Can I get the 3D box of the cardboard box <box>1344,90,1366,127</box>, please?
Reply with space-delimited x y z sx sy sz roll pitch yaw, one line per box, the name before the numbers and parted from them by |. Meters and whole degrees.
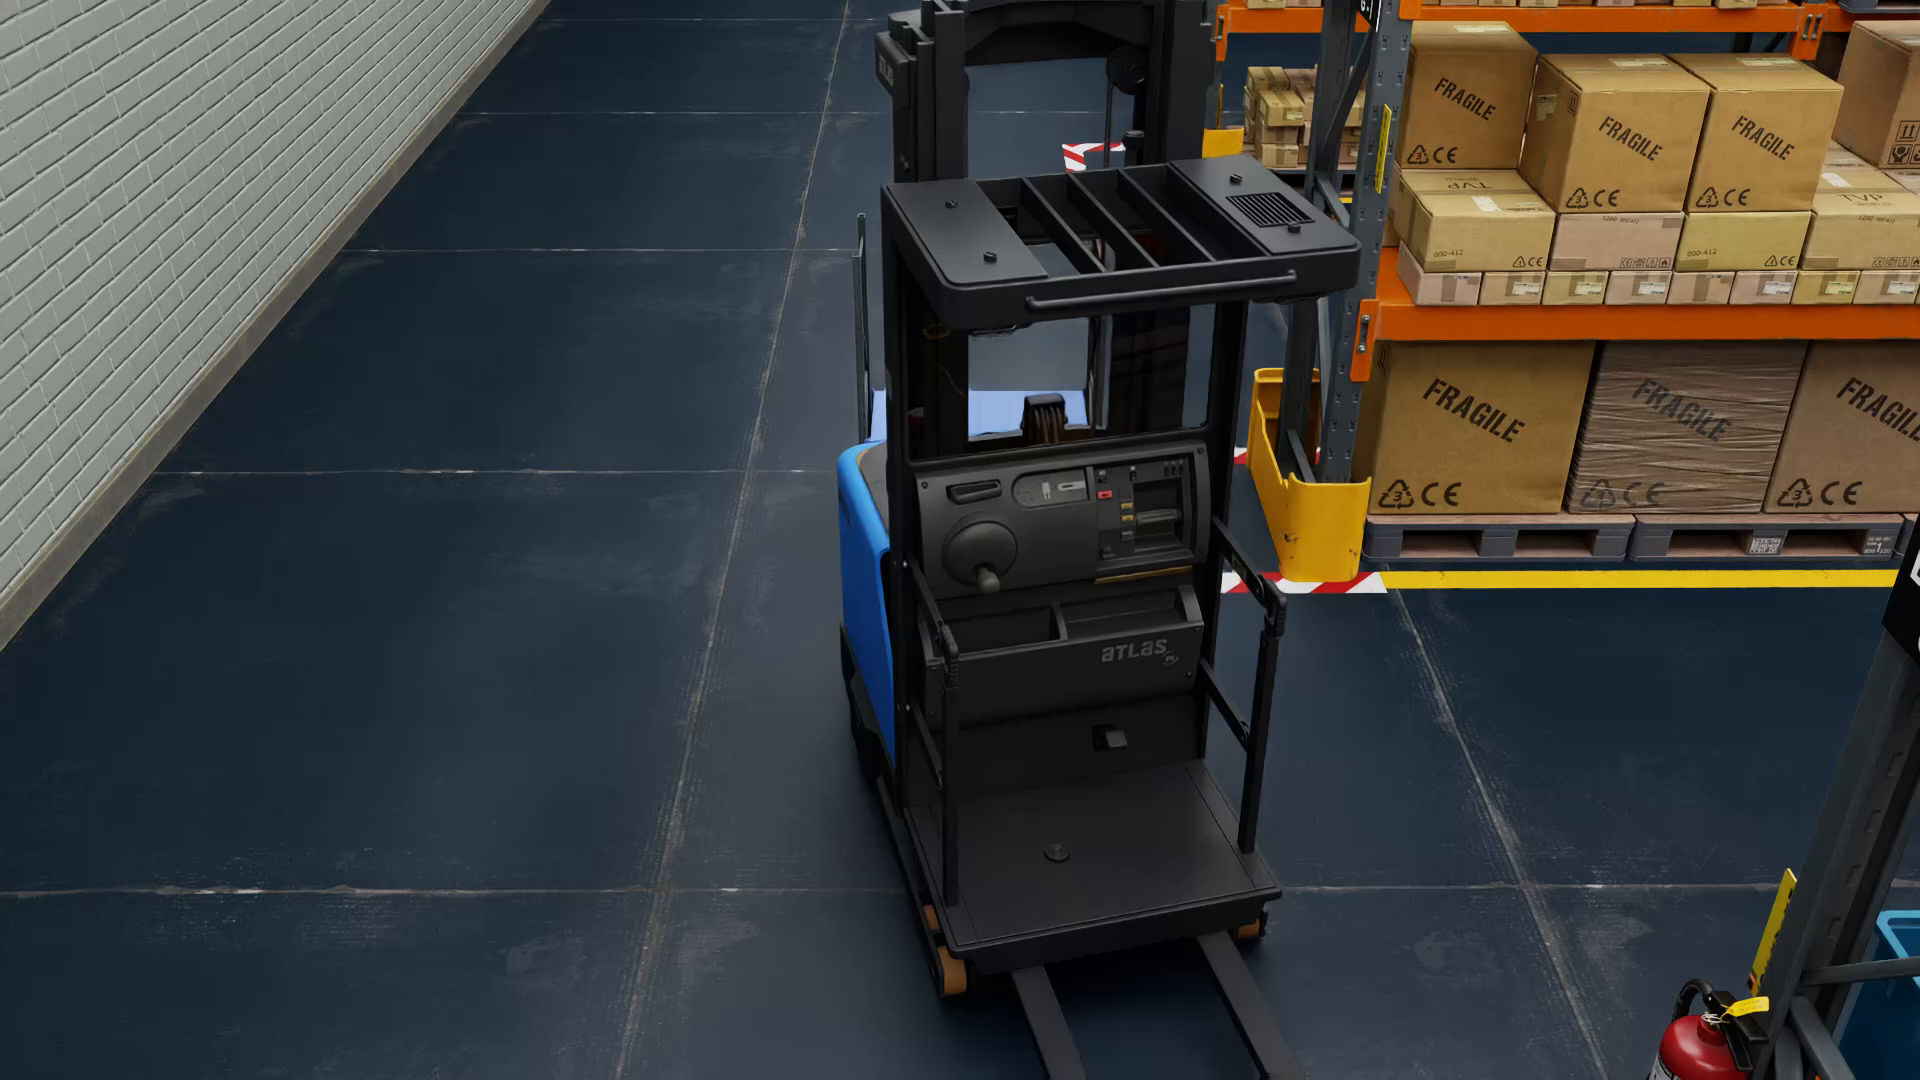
cardboard box | 2.763 -3.008 11.586 0.250 0.149 0.380 0 31 0

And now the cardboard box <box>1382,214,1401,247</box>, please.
cardboard box | 1.993 -1.461 7.509 0.250 0.149 0.380 0 31 1

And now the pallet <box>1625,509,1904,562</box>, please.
pallet | 3.654 -0.250 7.959 1.213 0.211 1.003 0 31 0

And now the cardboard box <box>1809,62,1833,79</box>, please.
cardboard box | 6.448 -3.226 12.181 0.500 0.500 0.500 -1 31 -1

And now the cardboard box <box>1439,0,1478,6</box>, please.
cardboard box | 3.336 -3.735 11.256 0.250 0.149 0.380 -1 31 -1

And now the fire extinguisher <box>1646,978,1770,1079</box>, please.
fire extinguisher | 1.515 1.130 3.431 0.183 0.674 0.296 0 31 0

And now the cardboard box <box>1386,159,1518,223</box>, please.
cardboard box | 2.121 -1.599 7.352 0.500 0.250 0.500 -1 31 -1

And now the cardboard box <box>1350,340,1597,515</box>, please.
cardboard box | 2.278 -0.712 7.674 0.875 0.875 0.875 0 31 0

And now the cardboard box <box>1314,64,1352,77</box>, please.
cardboard box | 2.747 -3.356 12.159 0.250 0.149 0.380 -1 31 -1

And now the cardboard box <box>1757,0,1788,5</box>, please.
cardboard box | 5.425 -3.753 11.286 0.250 0.149 0.380 -1 31 -1

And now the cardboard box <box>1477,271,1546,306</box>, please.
cardboard box | 2.252 -1.121 6.948 0.250 0.149 0.380 -1 31 -1

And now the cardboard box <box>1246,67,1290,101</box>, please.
cardboard box | 2.237 -3.318 12.097 0.250 0.149 0.380 0 31 0

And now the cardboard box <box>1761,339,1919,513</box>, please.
cardboard box | 4.078 -0.717 7.684 0.875 0.875 0.875 0 31 0

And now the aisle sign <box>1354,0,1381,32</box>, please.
aisle sign | 1.568 -2.352 6.229 0.004 0.787 0.394 0 31 0

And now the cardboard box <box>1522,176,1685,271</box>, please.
cardboard box | 2.640 -1.326 6.902 0.500 0.250 0.500 -1 31 -1

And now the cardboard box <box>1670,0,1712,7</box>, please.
cardboard box | 4.901 -3.726 11.241 0.250 0.149 0.380 1 31 2

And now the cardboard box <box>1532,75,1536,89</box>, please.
cardboard box | 4.048 -3.293 12.055 0.250 0.149 0.380 -1 31 -2

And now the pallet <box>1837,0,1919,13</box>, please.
pallet | 6.475 -3.827 11.351 1.213 0.211 1.003 0 31 0

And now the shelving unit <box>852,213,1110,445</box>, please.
shelving unit | 0.085 -0.641 7.361 1.048 1.500 0.538 0 31 0

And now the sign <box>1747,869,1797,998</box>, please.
sign | 1.649 0.817 3.354 0.005 0.325 0.100 0 31 0

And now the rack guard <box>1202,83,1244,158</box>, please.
rack guard | 1.786 -2.901 12.050 0.348 0.500 1.175 0 31 0

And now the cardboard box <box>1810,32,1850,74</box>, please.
cardboard box | 6.453 -3.547 11.987 0.500 0.250 0.500 -1 31 -2

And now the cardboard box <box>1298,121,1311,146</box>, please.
cardboard box | 2.509 -2.898 11.691 0.250 0.149 0.380 0 31 -1

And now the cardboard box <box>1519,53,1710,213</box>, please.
cardboard box | 2.620 -1.644 6.702 0.500 0.500 0.500 -1 31 -1

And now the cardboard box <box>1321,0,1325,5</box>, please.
cardboard box | 2.559 -3.689 11.180 0.250 0.149 0.380 -1 31 -2

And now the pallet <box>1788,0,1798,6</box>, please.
pallet | 7.573 -5.404 16.454 1.213 0.211 1.003 0 31 0

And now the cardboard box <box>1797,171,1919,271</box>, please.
cardboard box | 3.664 -1.330 6.909 0.500 0.250 0.500 -1 31 -1

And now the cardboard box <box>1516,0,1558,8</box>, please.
cardboard box | 3.862 -3.711 11.216 0.250 0.149 0.380 0 31 1

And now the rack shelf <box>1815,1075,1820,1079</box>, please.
rack shelf | 3.668 1.474 3.123 4.000 0.370 1.077 0 31 0

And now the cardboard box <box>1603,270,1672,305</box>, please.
cardboard box | 2.769 -1.123 6.952 0.250 0.149 0.380 -1 31 -1

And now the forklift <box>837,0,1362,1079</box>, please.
forklift | 0.382 -0.014 4.947 1.130 2.935 3.031 -8 32 -12

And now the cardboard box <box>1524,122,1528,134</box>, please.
cardboard box | 4.084 -2.936 11.754 0.250 0.149 0.380 -2 31 -3

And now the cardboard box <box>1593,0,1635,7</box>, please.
cardboard box | 4.371 -3.721 11.234 0.250 0.149 0.380 -1 31 -2

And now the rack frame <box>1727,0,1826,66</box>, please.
rack frame | 5.709 -3.982 11.422 0.127 3.000 1.000 0 31 0

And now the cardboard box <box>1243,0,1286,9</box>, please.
cardboard box | 2.035 -3.694 11.188 0.250 0.149 0.380 0 31 -1

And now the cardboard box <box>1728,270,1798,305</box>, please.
cardboard box | 3.281 -1.125 6.954 0.250 0.149 0.380 0 31 -1

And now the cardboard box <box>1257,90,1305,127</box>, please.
cardboard box | 2.236 -3.010 11.590 0.250 0.149 0.380 -2 31 -3

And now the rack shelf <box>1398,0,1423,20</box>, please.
rack shelf | 3.638 -2.378 6.579 4.000 0.370 1.077 0 31 0

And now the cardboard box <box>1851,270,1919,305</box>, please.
cardboard box | 3.796 -1.127 6.957 0.250 0.149 0.380 0 31 1

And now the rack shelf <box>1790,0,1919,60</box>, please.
rack shelf | 7.709 -3.681 11.619 4.000 0.370 1.077 0 31 0

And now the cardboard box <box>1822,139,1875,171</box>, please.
cardboard box | 3.658 -1.606 7.363 0.500 0.250 0.500 0 31 0

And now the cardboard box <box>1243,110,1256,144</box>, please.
cardboard box | 2.235 -3.040 12.213 0.250 0.149 0.380 0 31 1

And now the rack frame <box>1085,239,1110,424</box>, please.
rack frame | 0.594 -0.643 7.364 0.032 1.500 0.500 0 31 0

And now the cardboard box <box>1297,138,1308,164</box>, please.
cardboard box | 2.497 -2.810 11.832 0.250 0.149 0.380 0 31 0

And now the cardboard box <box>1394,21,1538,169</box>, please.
cardboard box | 2.124 -1.918 7.155 0.500 0.500 0.500 0 31 0
